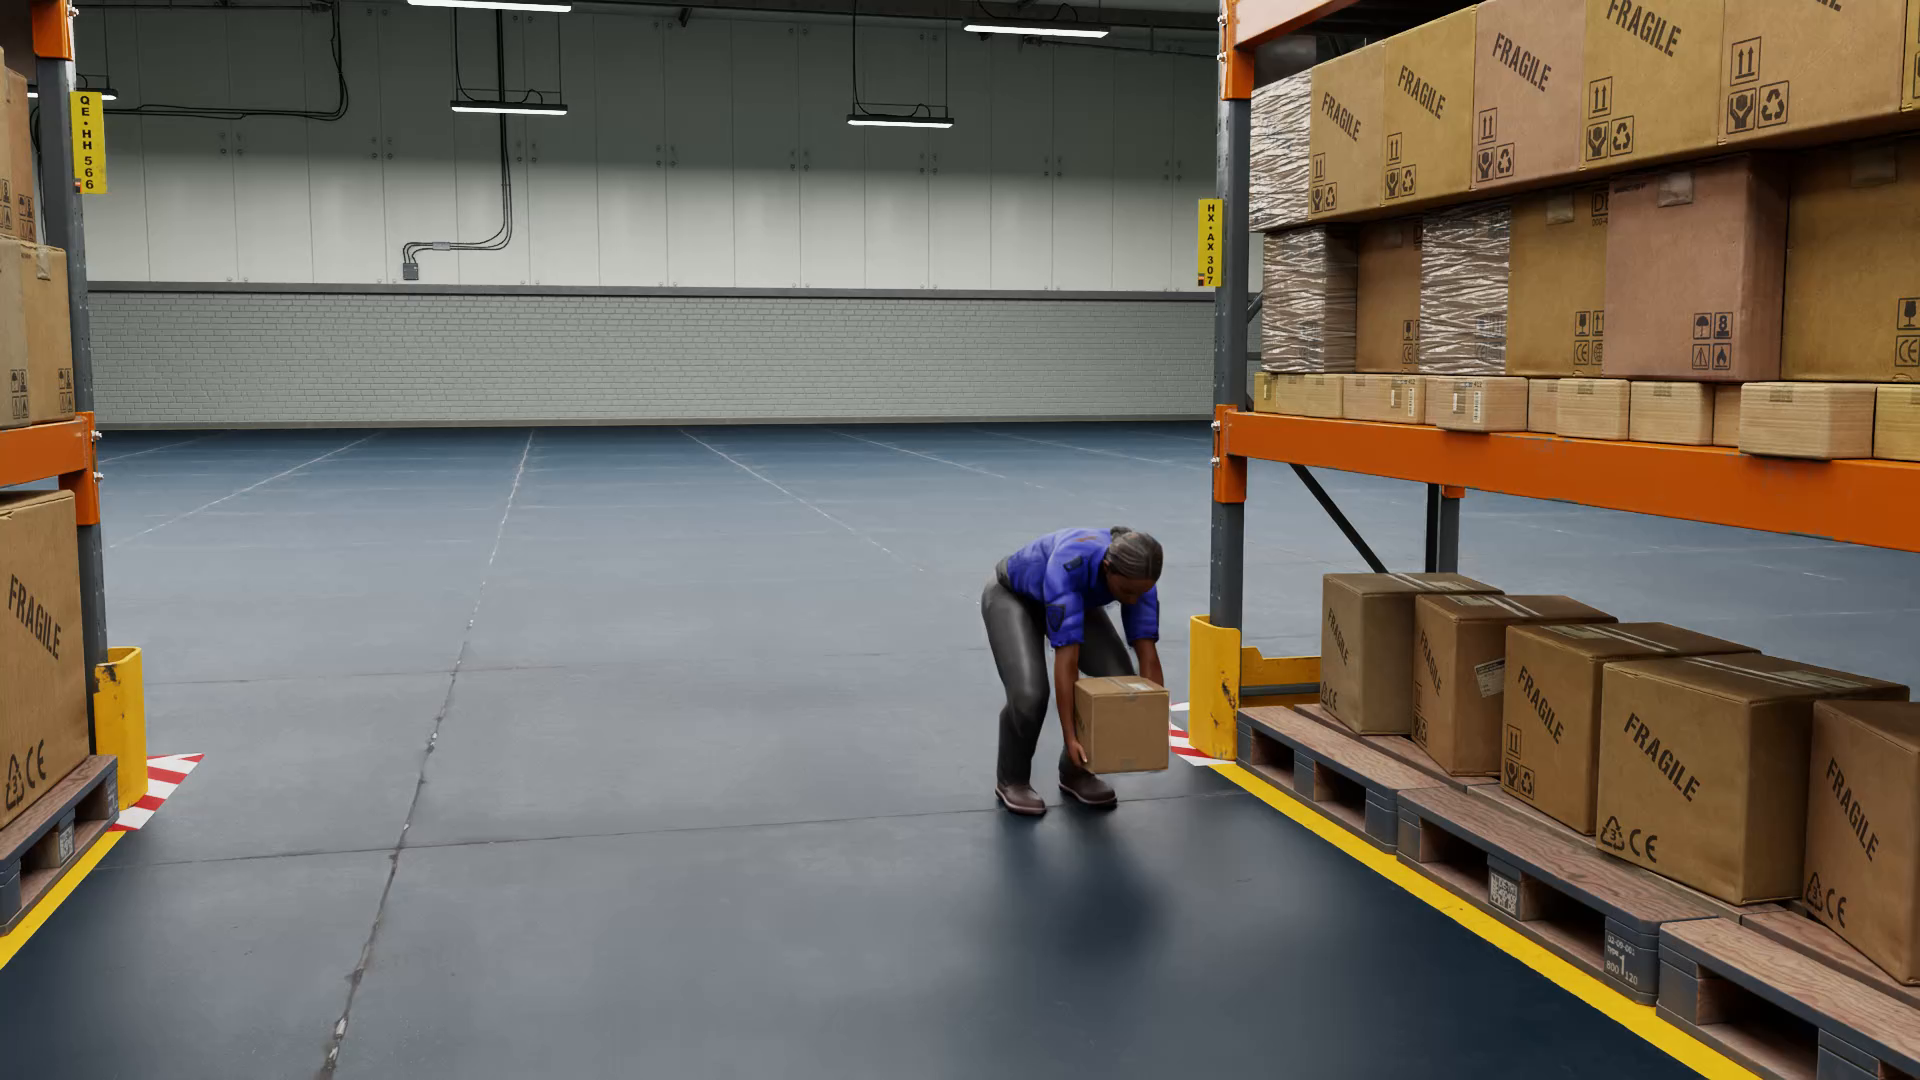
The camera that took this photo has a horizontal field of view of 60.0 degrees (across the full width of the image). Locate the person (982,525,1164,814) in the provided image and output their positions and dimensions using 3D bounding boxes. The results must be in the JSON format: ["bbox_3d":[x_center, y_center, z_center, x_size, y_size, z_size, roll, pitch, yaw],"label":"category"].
[{"bbox_3d":[0.386,0.420,5.462,0.468,0.989,0.860,-3,7,-25],"label":"person"}]
